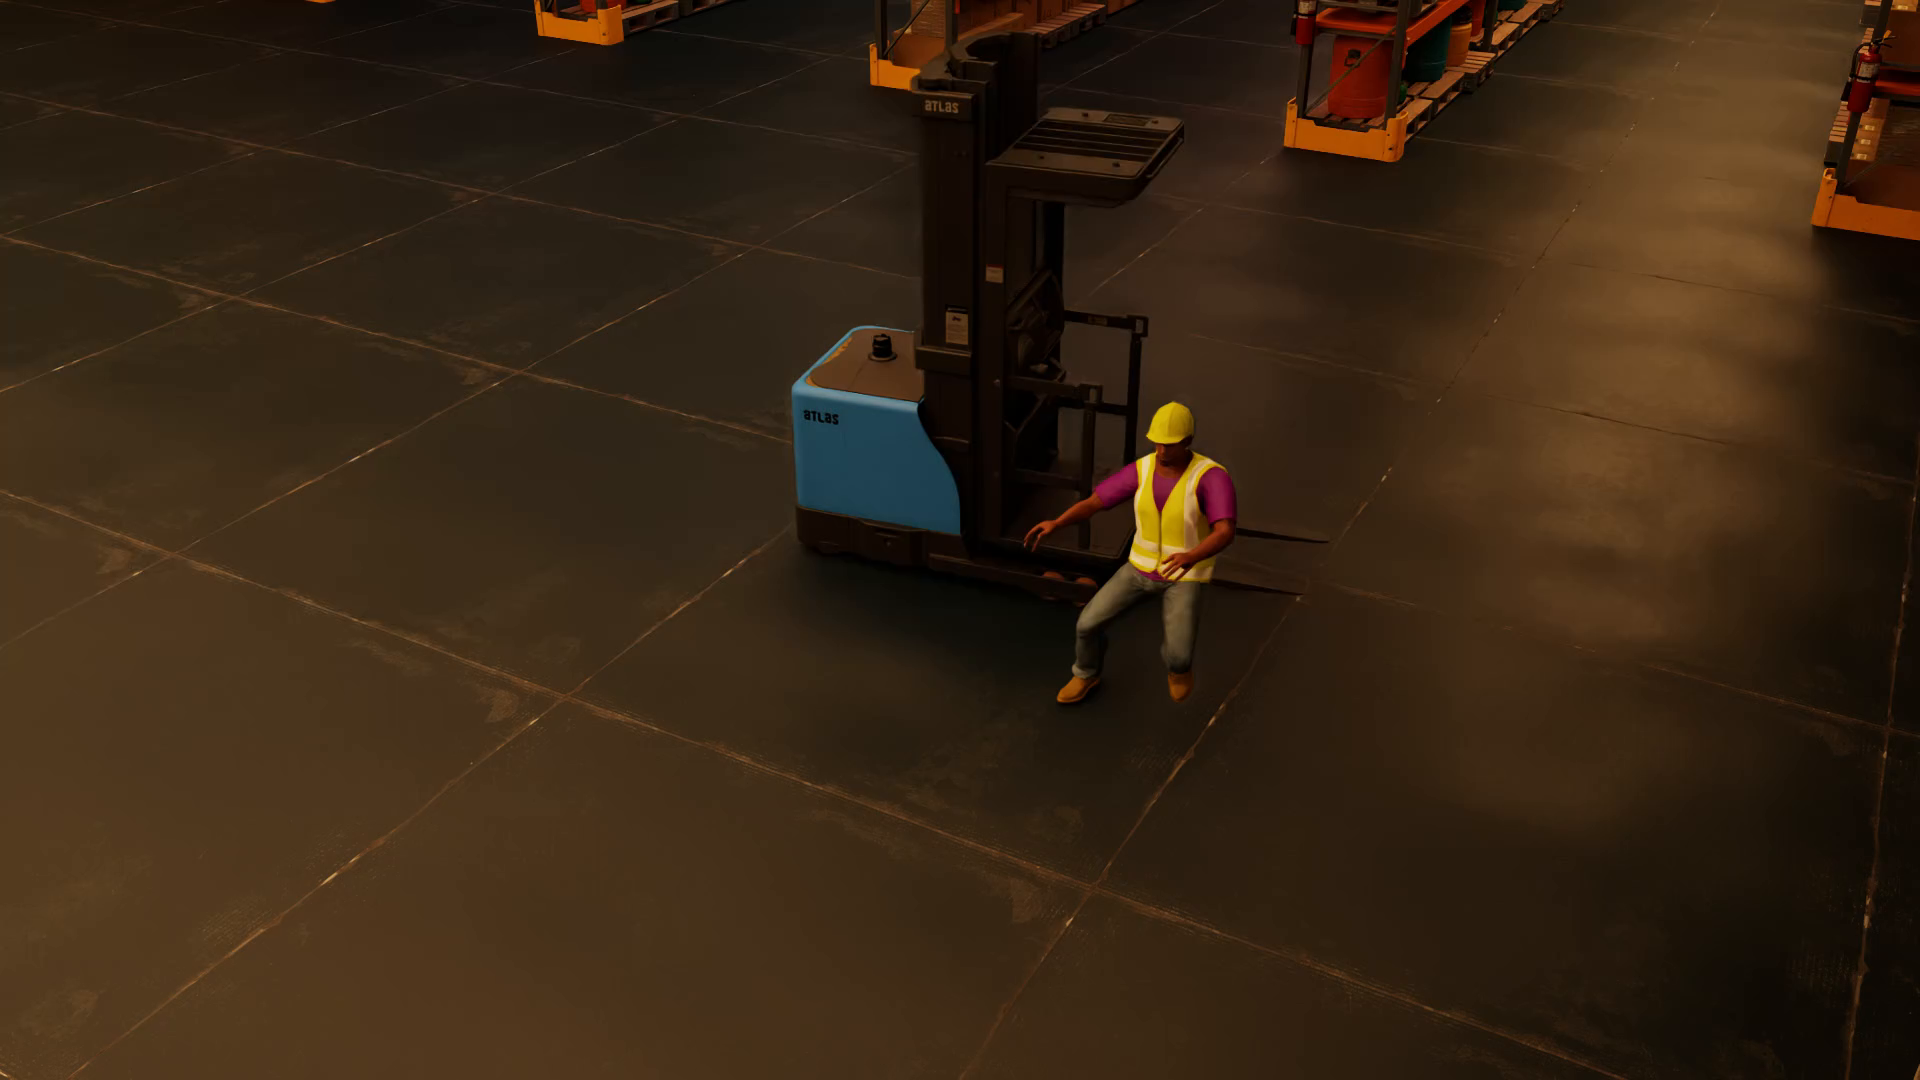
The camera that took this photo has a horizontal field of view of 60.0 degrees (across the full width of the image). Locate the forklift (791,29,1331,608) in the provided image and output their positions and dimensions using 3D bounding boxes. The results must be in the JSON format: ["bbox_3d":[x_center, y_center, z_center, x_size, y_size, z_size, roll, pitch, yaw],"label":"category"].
[{"bbox_3d":[0.600,-1.190,9.133,3.031,2.935,1.130,10,31,17],"label":"forklift"}]

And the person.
[{"bbox_3d":[0.866,0.149,8.108,0.896,1.617,0.754,18,35,29],"label":"person"}]
